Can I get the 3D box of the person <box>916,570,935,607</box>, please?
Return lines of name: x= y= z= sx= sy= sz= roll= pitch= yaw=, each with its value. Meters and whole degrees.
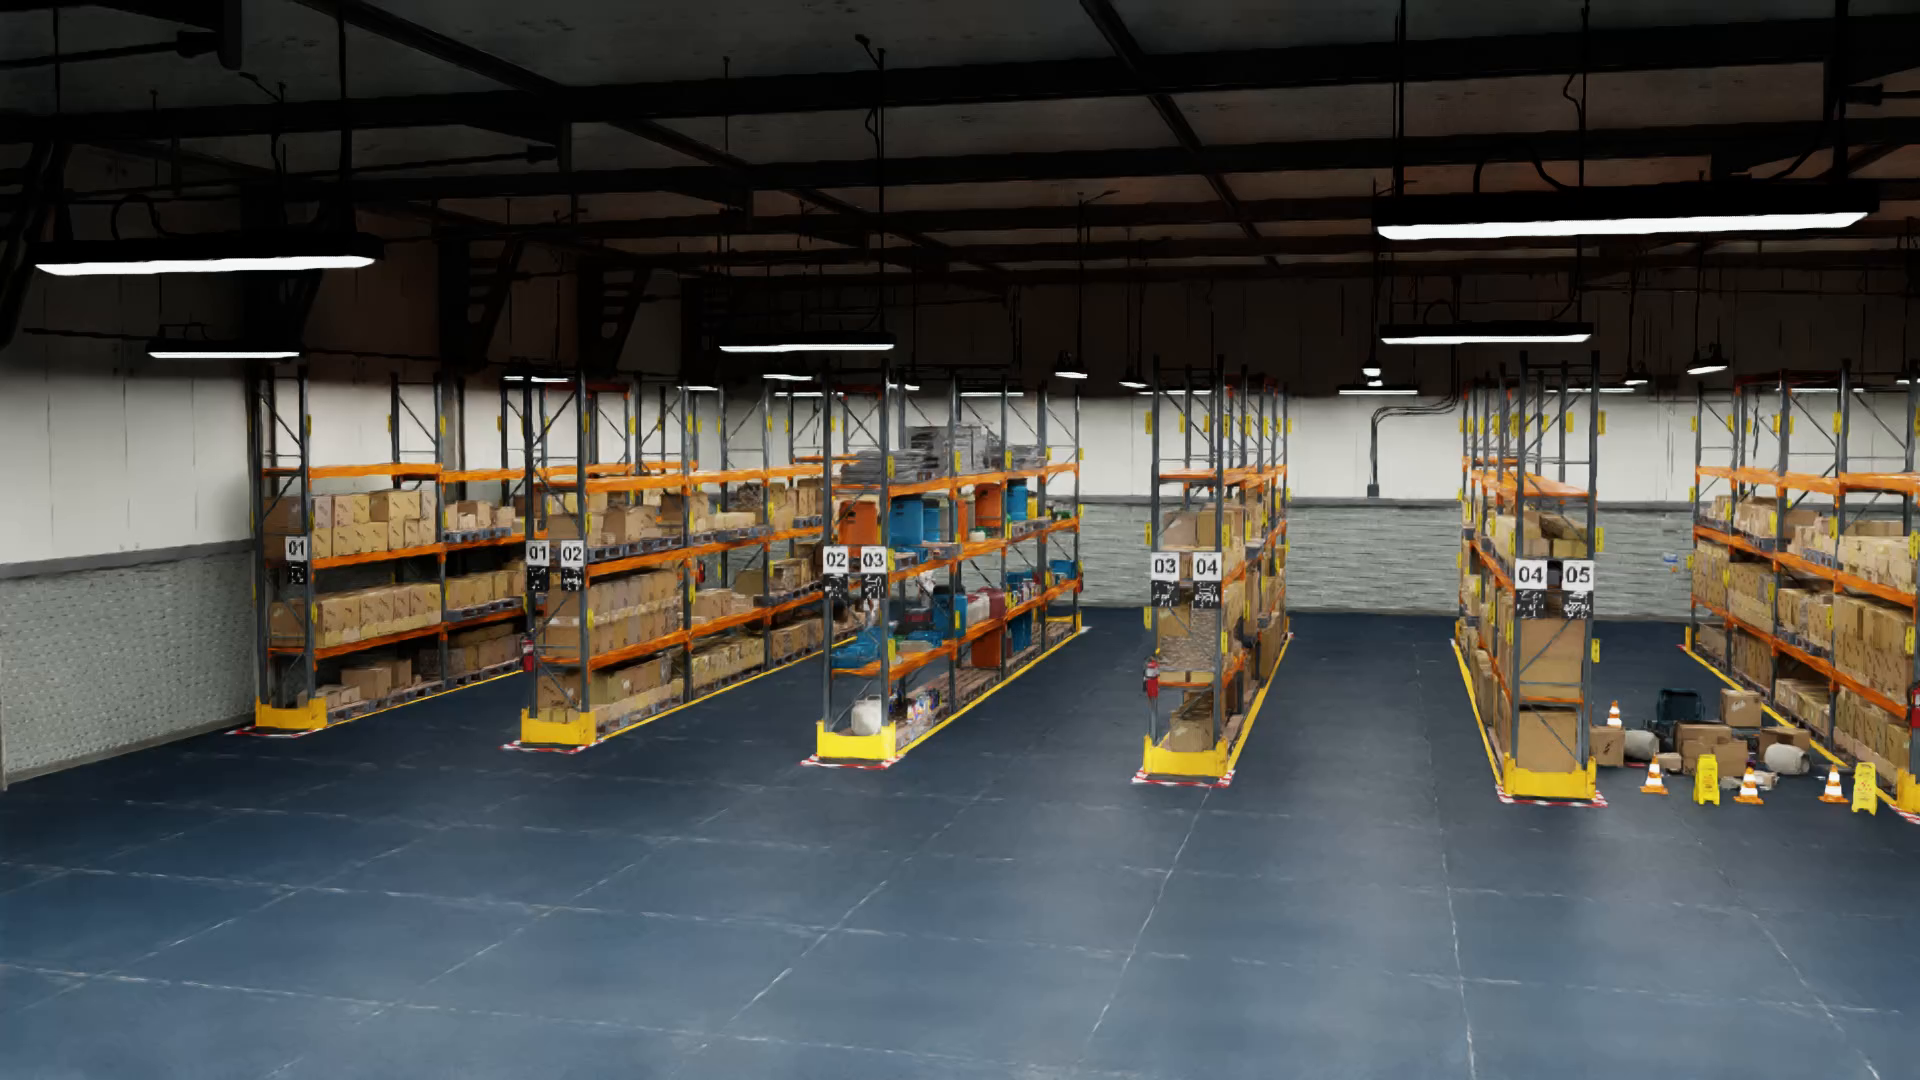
person: x=-0.851 y=1.315 z=41.304 sx=0.568 sy=1.654 sz=0.601 roll=3 pitch=5 yaw=33

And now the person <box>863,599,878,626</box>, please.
person: x=-1.958 y=1.543 z=36.943 sx=0.407 sy=1.786 sz=0.668 roll=0 pitch=4 yaw=-3
